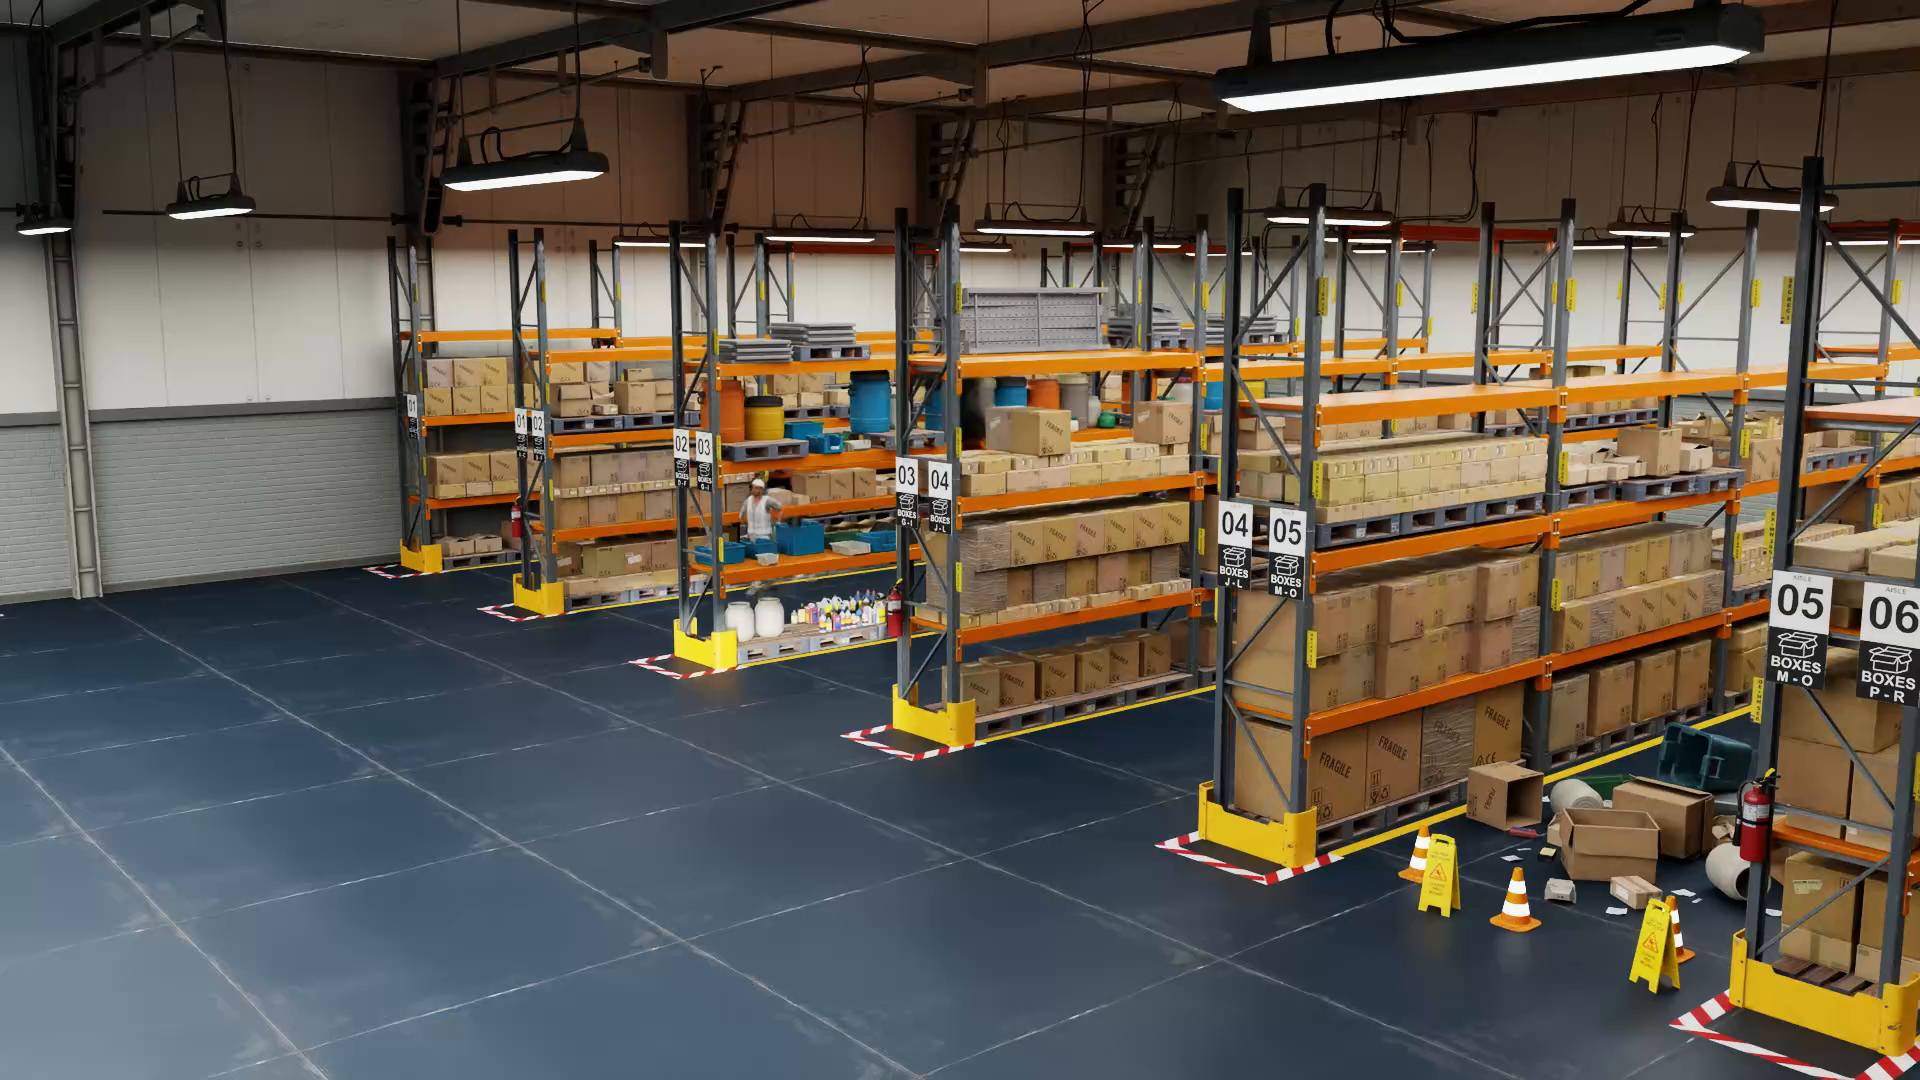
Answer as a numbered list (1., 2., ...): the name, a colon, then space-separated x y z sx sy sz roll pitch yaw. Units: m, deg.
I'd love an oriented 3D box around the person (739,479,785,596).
1. person: -3.172 -0.057 26.247 0.663 1.837 0.876 5 10 29
